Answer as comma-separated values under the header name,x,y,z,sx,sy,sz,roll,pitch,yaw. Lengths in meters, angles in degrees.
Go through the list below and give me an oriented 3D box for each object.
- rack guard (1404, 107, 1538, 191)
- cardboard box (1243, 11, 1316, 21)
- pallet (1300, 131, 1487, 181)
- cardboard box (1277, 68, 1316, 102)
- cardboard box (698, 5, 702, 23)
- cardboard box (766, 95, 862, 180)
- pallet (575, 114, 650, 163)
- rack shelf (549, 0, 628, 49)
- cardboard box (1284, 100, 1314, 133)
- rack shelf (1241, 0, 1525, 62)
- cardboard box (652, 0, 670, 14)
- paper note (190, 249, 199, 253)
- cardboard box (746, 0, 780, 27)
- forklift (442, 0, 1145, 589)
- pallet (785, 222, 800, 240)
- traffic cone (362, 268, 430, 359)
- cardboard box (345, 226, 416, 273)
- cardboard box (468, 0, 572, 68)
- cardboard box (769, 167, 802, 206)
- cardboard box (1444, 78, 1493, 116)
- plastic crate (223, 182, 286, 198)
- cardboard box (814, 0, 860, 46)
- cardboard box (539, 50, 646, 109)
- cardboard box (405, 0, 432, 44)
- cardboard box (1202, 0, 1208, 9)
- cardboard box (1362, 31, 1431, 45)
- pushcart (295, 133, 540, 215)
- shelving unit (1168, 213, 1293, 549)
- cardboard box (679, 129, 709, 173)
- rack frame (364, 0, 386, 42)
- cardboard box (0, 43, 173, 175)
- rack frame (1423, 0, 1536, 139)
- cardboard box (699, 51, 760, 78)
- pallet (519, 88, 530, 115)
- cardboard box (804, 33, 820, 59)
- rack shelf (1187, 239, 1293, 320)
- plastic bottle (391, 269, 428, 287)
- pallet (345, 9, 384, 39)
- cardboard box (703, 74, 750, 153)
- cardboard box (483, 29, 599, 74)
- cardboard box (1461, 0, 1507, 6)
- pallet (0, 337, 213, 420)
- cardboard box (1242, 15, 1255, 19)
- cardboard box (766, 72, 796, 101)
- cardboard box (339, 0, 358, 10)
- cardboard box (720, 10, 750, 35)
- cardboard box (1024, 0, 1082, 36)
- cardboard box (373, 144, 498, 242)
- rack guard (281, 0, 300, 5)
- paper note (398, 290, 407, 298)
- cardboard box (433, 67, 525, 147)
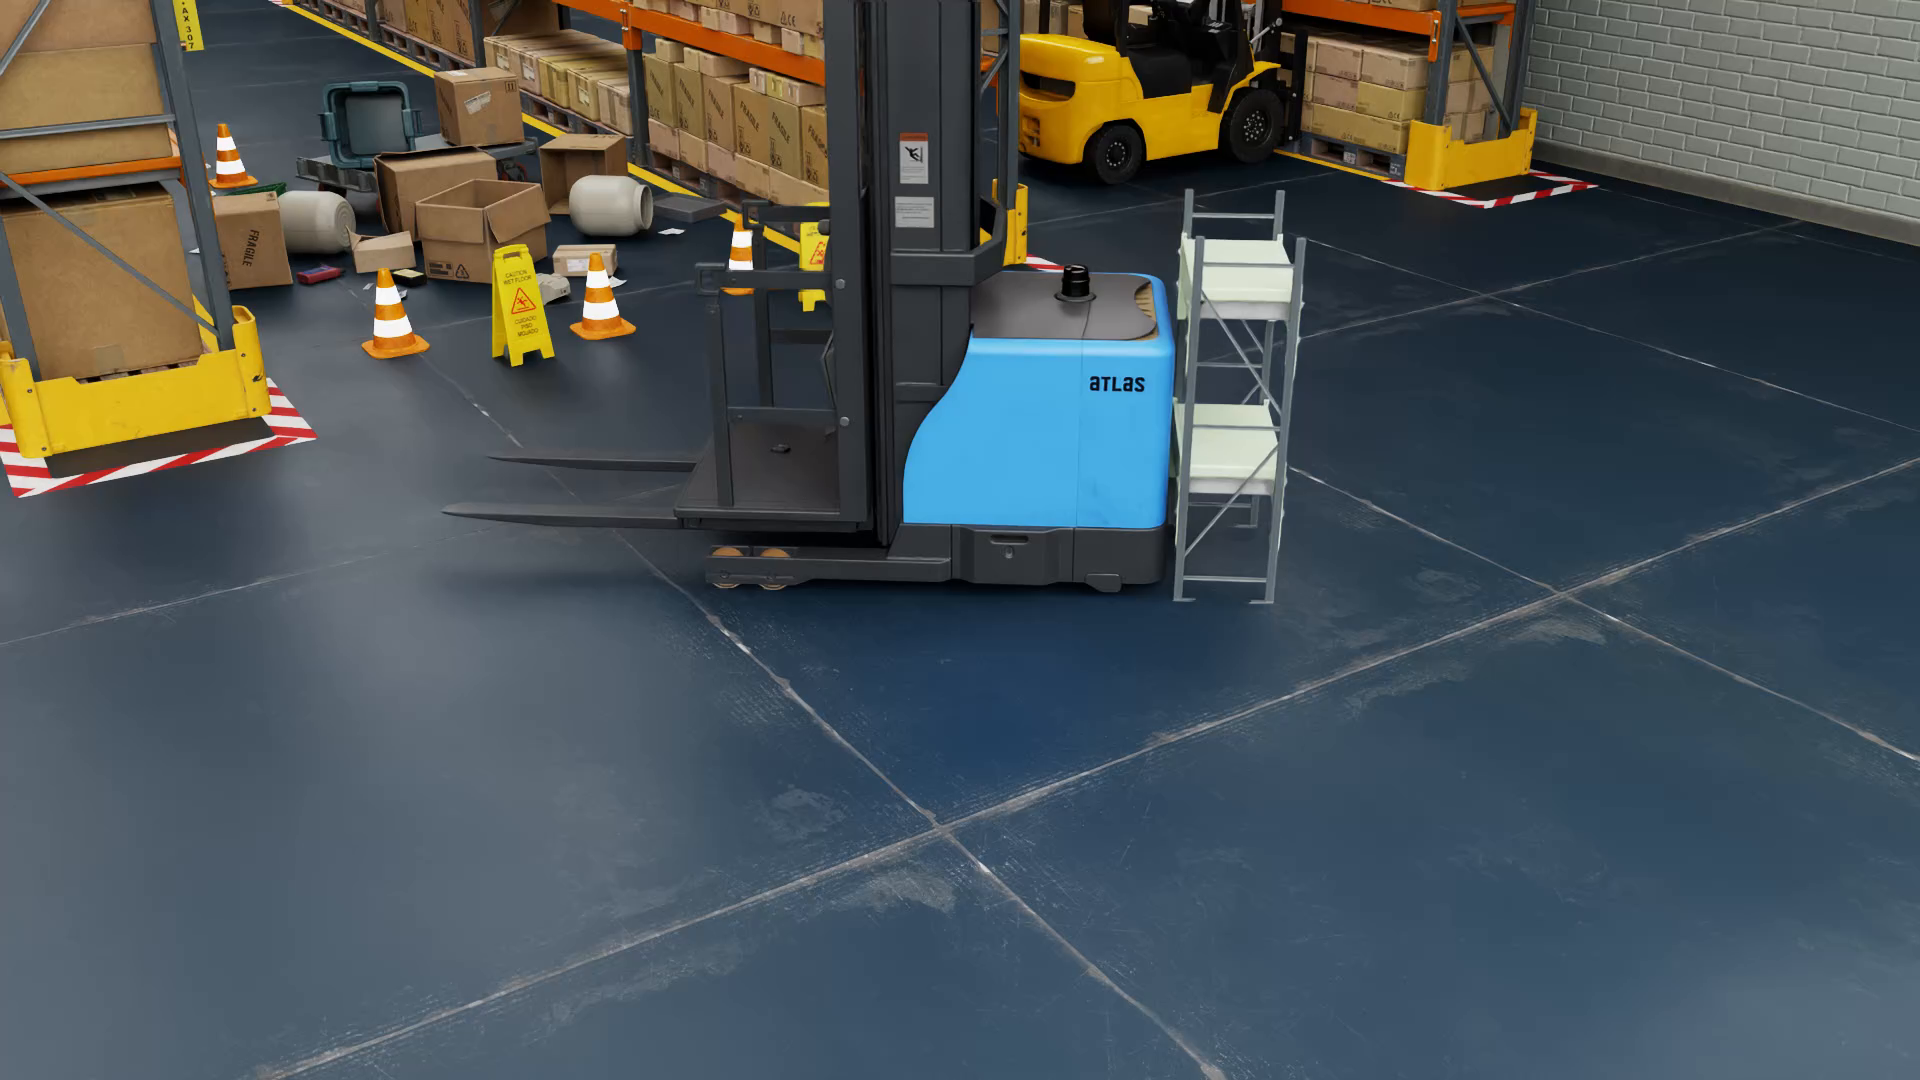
name,x,y,z,sx,sy,sz,roll,pitch,yaw
rack guard,4.104,-3.156,13.351,1.175,0.500,0.348,-16,29,-30
cardboard box,2.892,-4.632,15.106,0.500,0.250,0.500,-15,29,-29
pallet,3.638,-3.298,13.989,1.003,0.211,1.213,-16,29,-30
cardboard box,0.982,-5.520,17.399,0.979,0.399,8.696,-15,29,-29
cardboard box,-1.717,-3.916,12.326,0.380,0.149,0.250,-16,29,-30
cardboard box,-1.010,-2.835,11.591,0.500,0.500,0.500,-14,29,-28
pallet,-2.676,-3.585,14.597,1.003,0.211,1.213,-16,29,-30
rack shelf,-3.341,-4.958,15.082,1.077,0.370,4.000,-16,29,-30
cardboard box,3.040,-3.697,14.297,0.500,0.250,0.500,-15,29,-29
rack shelf,2.999,-4.685,14.504,1.077,0.370,4.000,-16,29,-30
cardboard box,-2.165,-4.189,12.903,0.380,0.149,0.250,-15,29,-28
paper note,-5.216,-2.006,11.464,0.142,0.020,0.147,7,26,15
cardboard box,-1.133,-3.807,11.335,0.500,0.500,0.500,-16,29,-30
forklift,-0.646,-1.345,6.665,3.031,2.935,1.121,2,25,3
pallet,-0.521,-2.202,11.668,1.003,0.211,1.213,-16,29,-30
traffic cone,-3.258,-1.321,9.507,0.336,0.463,0.334,-16,29,-30
cardboard box,-3.860,-1.956,11.083,0.396,0.266,0.258,-10,27,-21
cardboard box,-12.976,-2.049,7.713,26.055,3.310,5.793,-17,30,-32
cardboard box,-1.009,-2.497,11.755,0.500,0.250,0.500,-15,29,-29
cardboard box,4.008,-3.684,13.684,0.500,0.250,0.500,-15,29,-29
plastic crate,-5.149,-2.376,11.995,0.450,0.188,0.662,-10,25,2
cardboard box,-0.593,-3.447,10.572,0.500,0.500,0.500,-16,30,-30
cardboard box,-3.314,-4.261,15.349,0.950,0.372,0.625,-14,29,-28
cardboard box,-5.712,-6.134,18.727,0.875,0.875,0.875,-15,29,-28
cardboard box,2.338,-4.994,15.872,0.500,0.250,0.500,-15,29,-29
cardboard box,3.711,-4.088,13.953,0.500,0.250,0.500,-15,29,-29
pushcart,-4.133,-2.833,12.809,0.936,0.377,1.648,18,31,33
shelving unit,1.089,-0.586,6.735,0.431,1.308,0.731,2,25,4
cardboard box,-1.853,-3.052,12.931,0.500,0.250,0.500,-14,29,-27
rack frame,-6.617,-7.429,19.474,1.000,3.000,0.127,-16,29,-30
cardboard box,-4.399,-2.138,8.088,0.875,0.550,0.550,-16,29,-30
rack frame,4.091,-4.295,12.835,1.000,3.000,0.127,-16,29,-30
cardboard box,-1.704,-3.535,12.316,0.380,0.149,0.250,-14,29,-27
pallet,-4.008,-4.458,16.446,1.003,0.211,1.213,-16,29,-30
cardboard box,-0.803,-3.269,10.955,0.380,0.149,0.250,-16,30,-30
rack shelf,1.089,-1.025,6.521,0.368,0.124,0.686,2,25,4
plastic bottle,-3.600,-1.709,10.798,0.283,0.061,0.133,18,31,33
pallet,-6.966,-6.459,20.684,1.003,0.211,1.213,-16,29,-30
cardboard box,-1.570,-3.205,12.376,0.500,0.500,0.500,-14,29,-27
cardboard box,-4.133,-4.796,16.482,0.950,0.372,0.625,-18,31,-33
cardboard box,4.053,-4.582,13.326,0.500,0.500,0.500,-14,29,-28
pallet,-4.660,-0.954,9.024,1.003,0.211,1.213,-16,29,-30
cardboard box,2.460,-4.518,14.865,0.500,0.250,0.500,-14,29,-28
cardboard box,-1.113,-3.148,11.496,0.380,0.149,0.250,-15,29,-29
cardboard box,-7.359,-7.030,21.138,0.875,0.438,0.875,-17,30,-31
cardboard box,-1.495,-3.724,11.918,0.380,0.149,0.250,-16,29,-30
cardboard box,1.196,-5.305,17.265,0.875,0.625,0.625,-16,30,-30
cardboard box,-3.664,-2.441,11.671,0.797,0.637,0.503,-16,29,-30
rack guard,-8.814,-7.738,23.056,1.175,0.500,0.348,-16,29,-30
paper note,-3.569,-1.546,10.491,0.144,0.017,0.142,-6,26,-12
cardboard box,-3.725,-3.354,12.883,0.500,0.500,0.500,-16,29,-30
